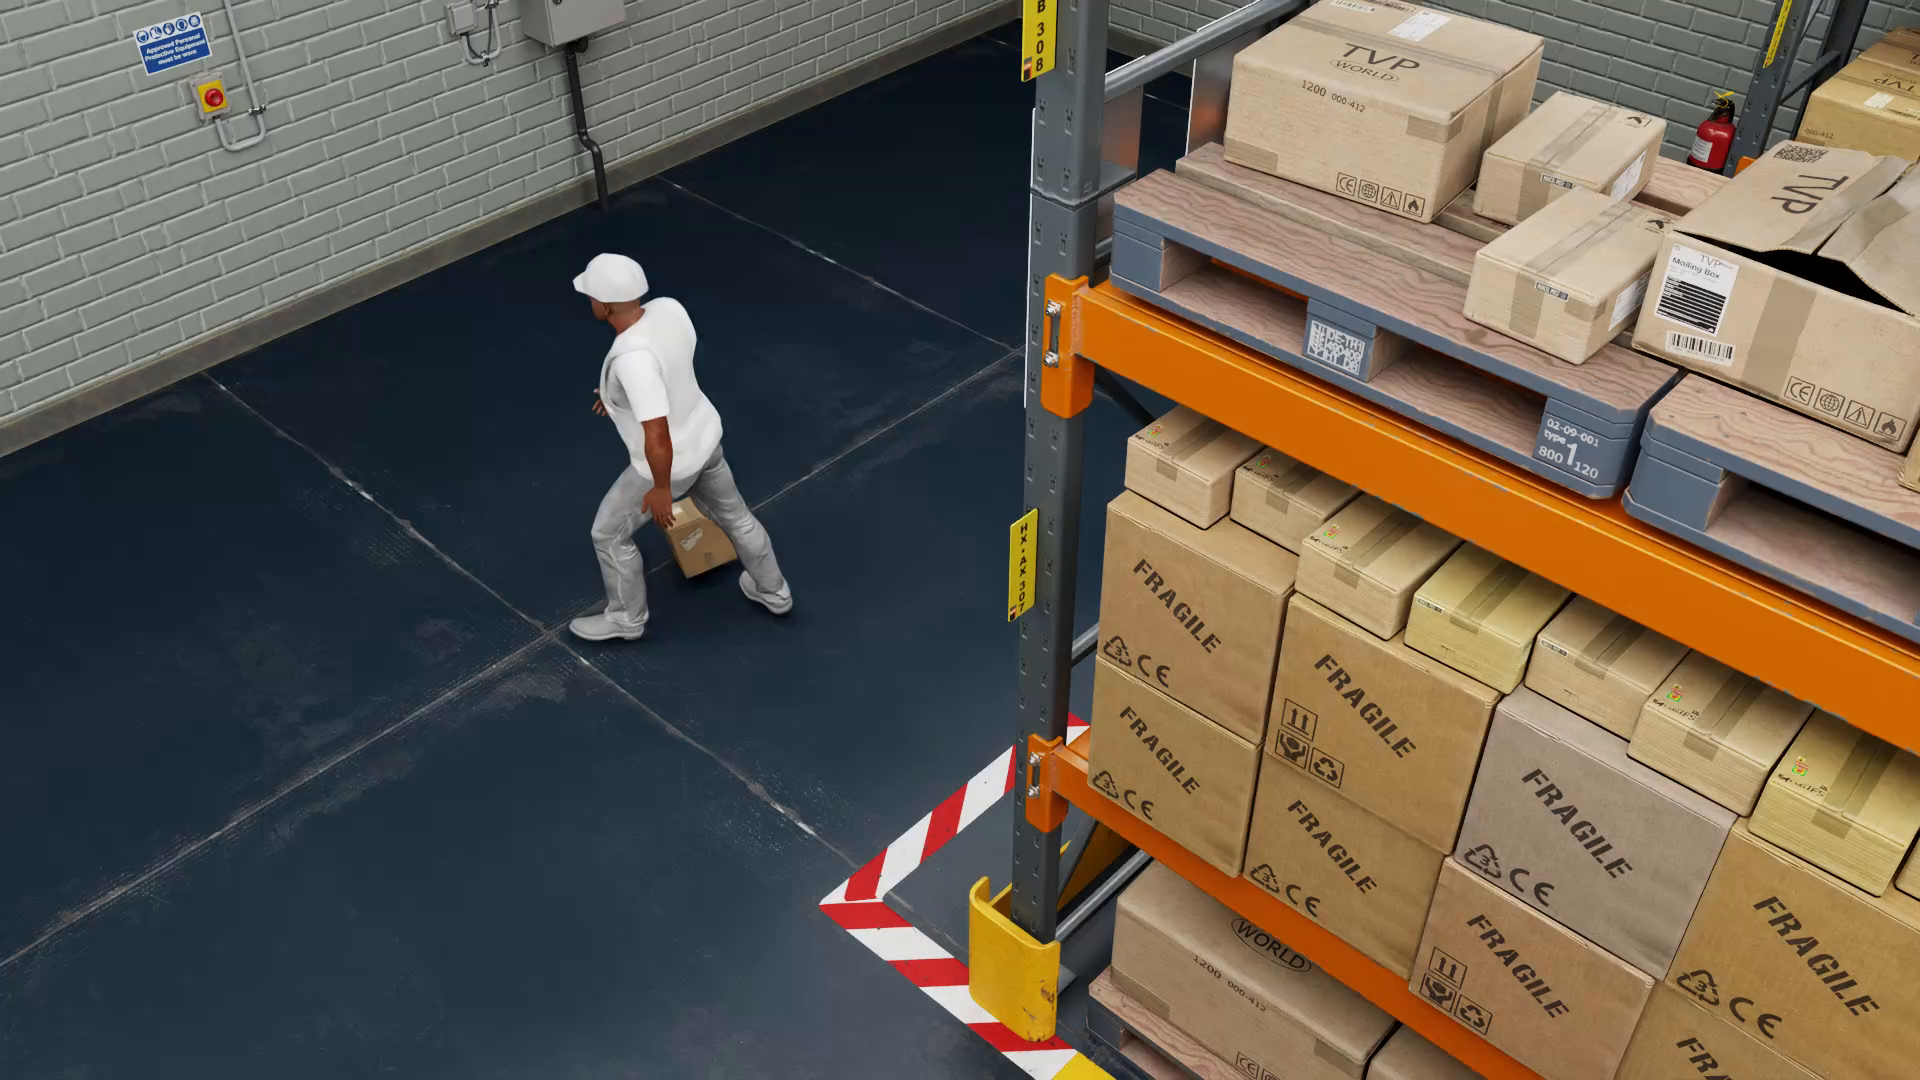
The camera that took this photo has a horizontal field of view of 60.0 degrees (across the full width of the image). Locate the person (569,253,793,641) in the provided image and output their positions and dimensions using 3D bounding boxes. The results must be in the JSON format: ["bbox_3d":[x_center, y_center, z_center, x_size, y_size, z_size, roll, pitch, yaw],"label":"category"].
[{"bbox_3d":[-1.147,-0.354,6.591,0.824,1.692,0.705,12,41,14],"label":"person"}]
